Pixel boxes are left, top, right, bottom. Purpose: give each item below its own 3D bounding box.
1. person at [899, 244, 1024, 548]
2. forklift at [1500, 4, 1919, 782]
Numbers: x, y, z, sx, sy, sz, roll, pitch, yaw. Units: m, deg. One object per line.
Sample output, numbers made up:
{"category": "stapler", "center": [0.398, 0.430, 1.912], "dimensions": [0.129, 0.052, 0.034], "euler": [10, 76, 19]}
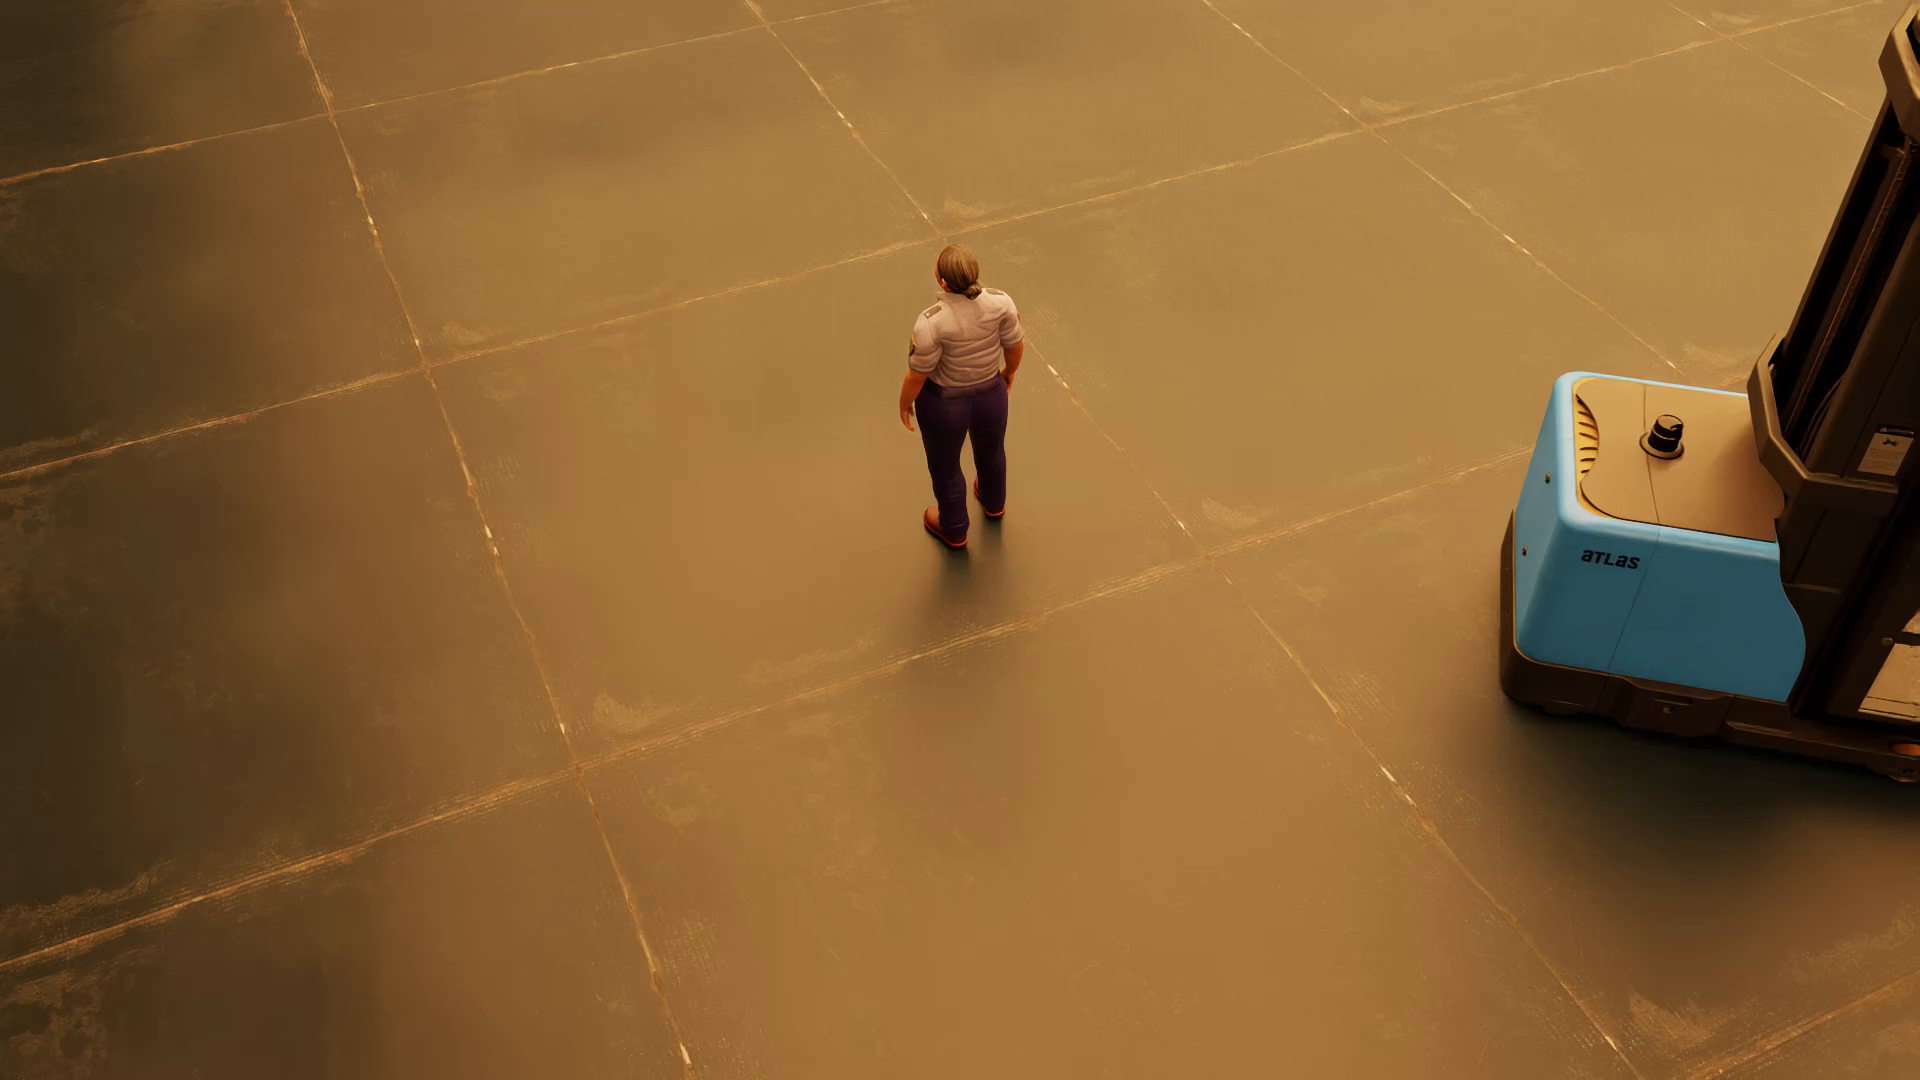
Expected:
{"category": "person", "center": [-0.017, -0.669, 7.327], "dimensions": [0.599, 1.650, 0.503], "euler": [-18, 46, -18]}
{"category": "forklift", "center": [3.873, -0.458, 6.171], "dimensions": [3.031, 2.935, 1.130], "euler": [9, 44, 10]}
